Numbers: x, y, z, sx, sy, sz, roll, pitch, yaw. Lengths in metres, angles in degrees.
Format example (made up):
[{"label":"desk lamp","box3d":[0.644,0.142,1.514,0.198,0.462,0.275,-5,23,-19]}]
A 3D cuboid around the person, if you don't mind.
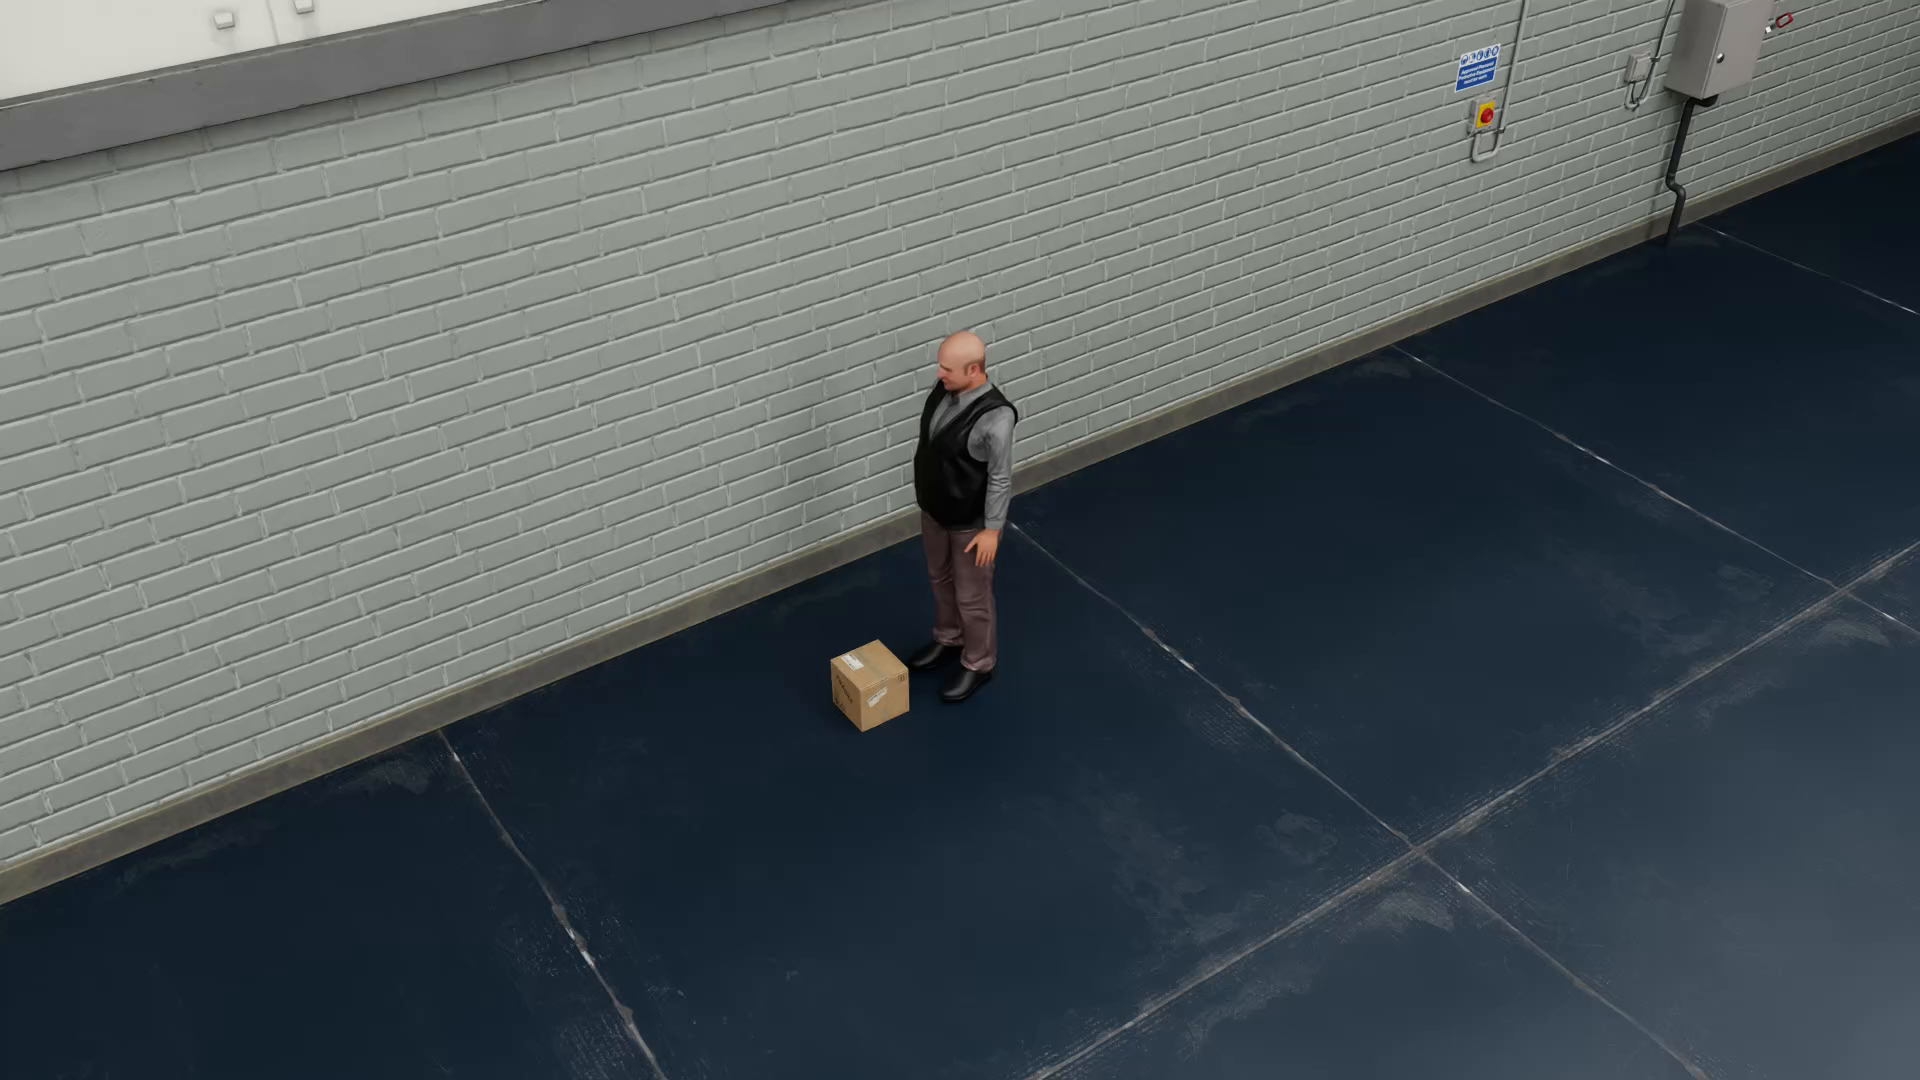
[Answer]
[{"label":"person","box3d":[-0.014,-0.115,7.159,0.403,1.725,0.546,-22,42,-27]}]
